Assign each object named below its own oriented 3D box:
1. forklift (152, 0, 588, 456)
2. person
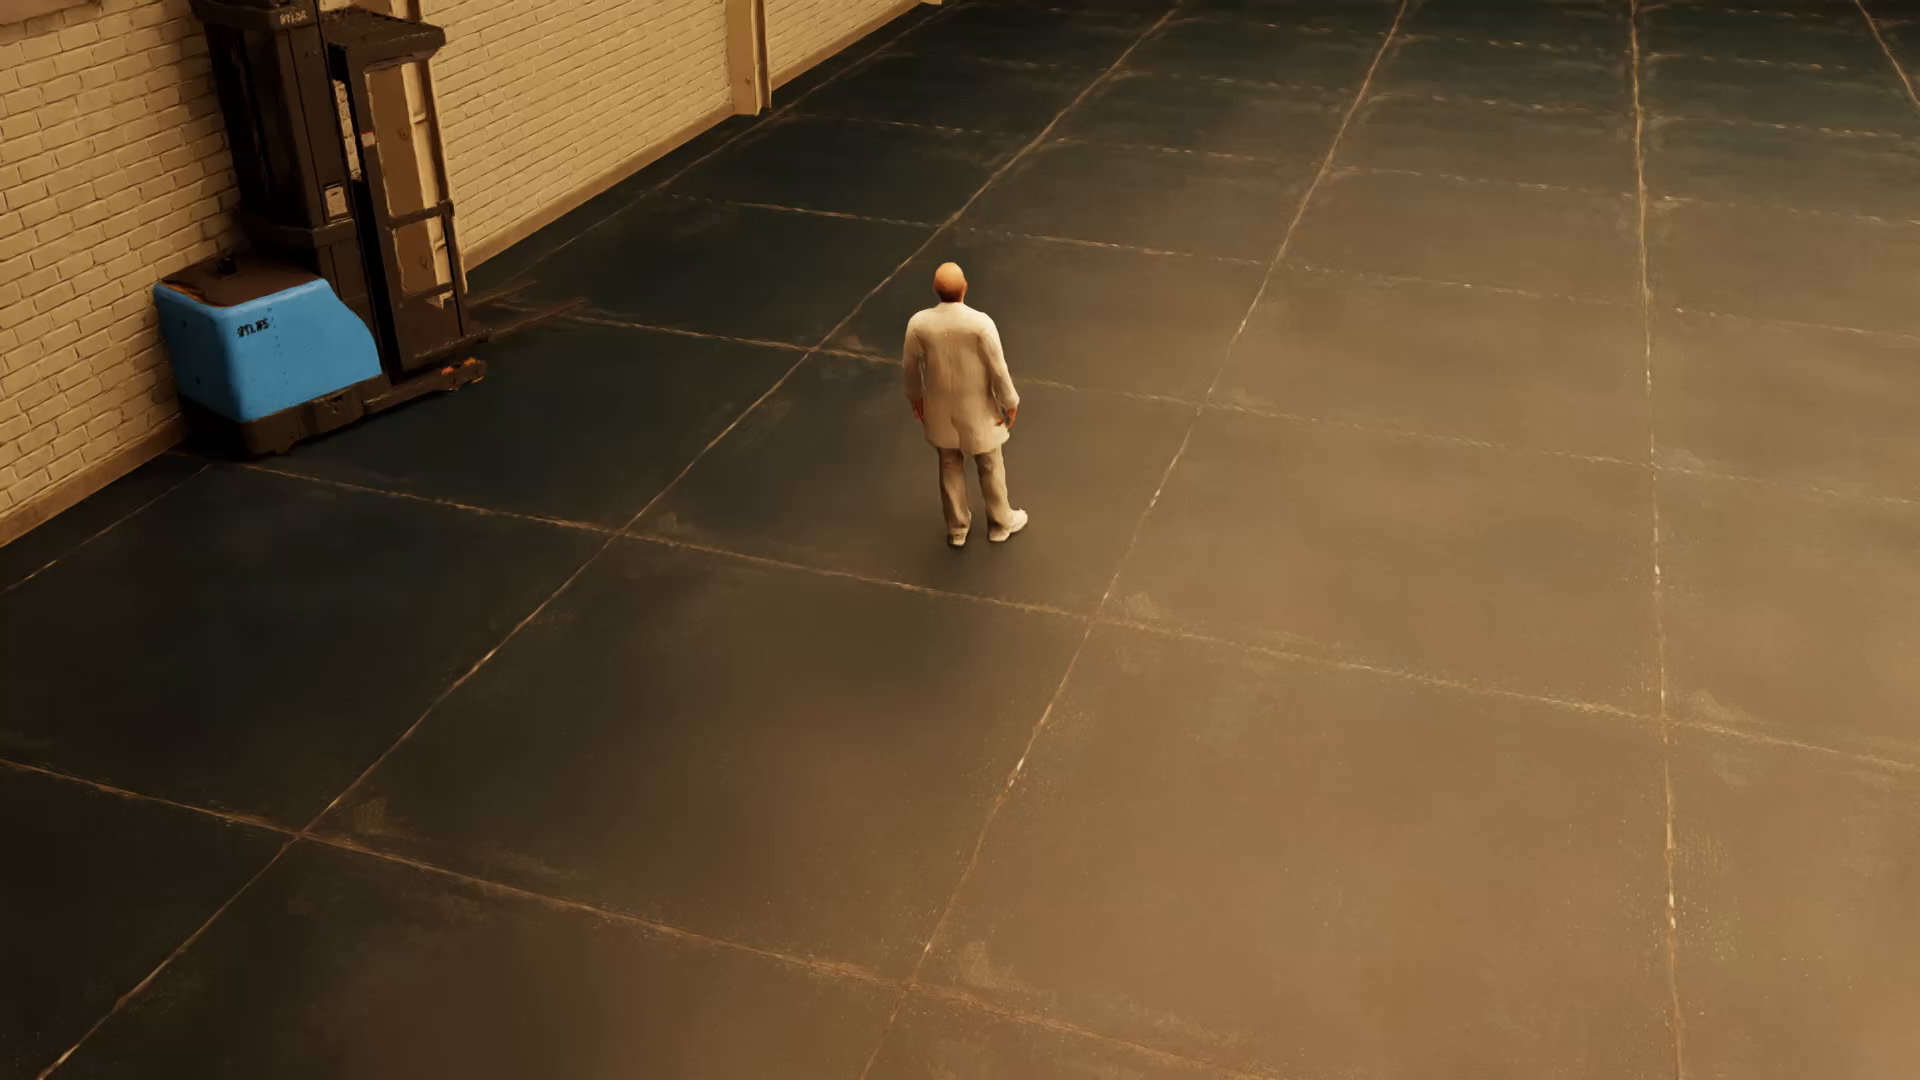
[{"bbox_3d":[-4.107,-2.487,11.499,1.130,2.935,3.031,22,36,33],"label":"forklift"},{"bbox_3d":[0.034,-0.820,9.726,0.694,1.776,0.579,10,31,16],"label":"person"}]
